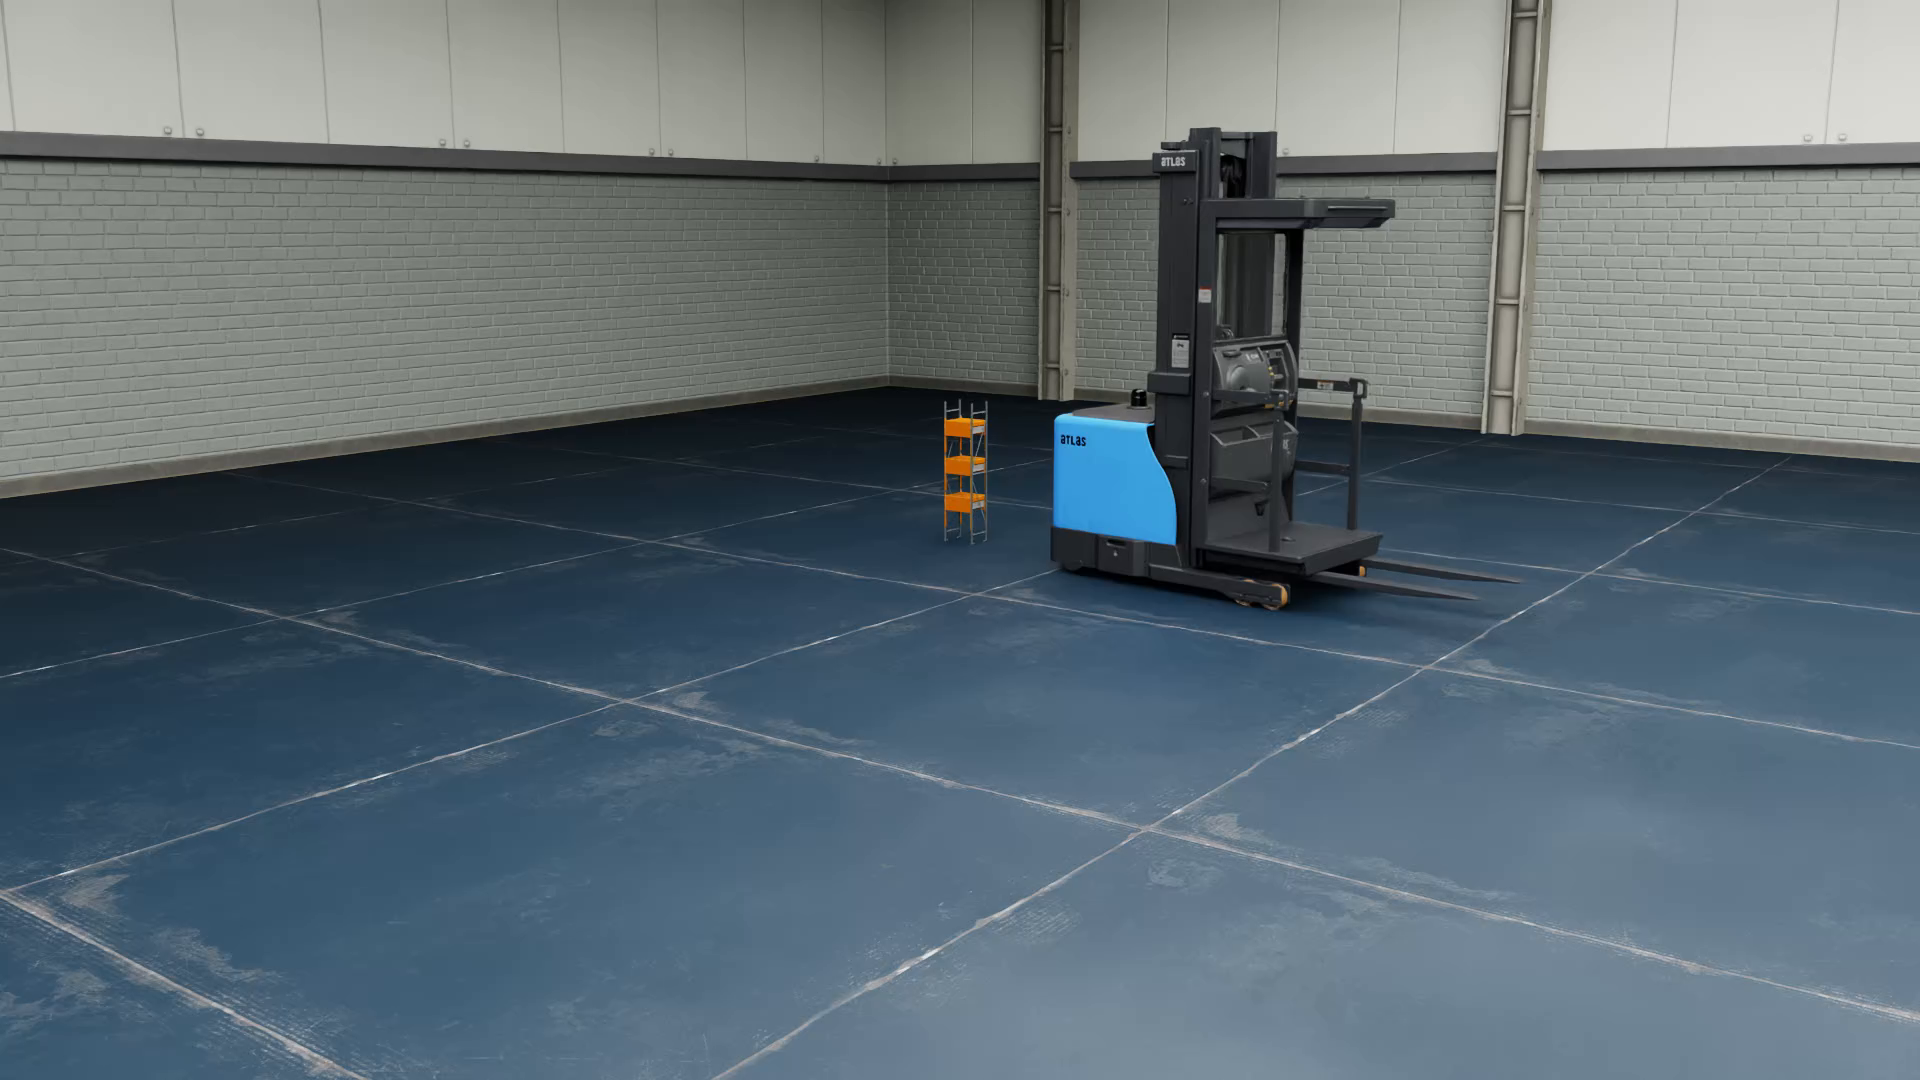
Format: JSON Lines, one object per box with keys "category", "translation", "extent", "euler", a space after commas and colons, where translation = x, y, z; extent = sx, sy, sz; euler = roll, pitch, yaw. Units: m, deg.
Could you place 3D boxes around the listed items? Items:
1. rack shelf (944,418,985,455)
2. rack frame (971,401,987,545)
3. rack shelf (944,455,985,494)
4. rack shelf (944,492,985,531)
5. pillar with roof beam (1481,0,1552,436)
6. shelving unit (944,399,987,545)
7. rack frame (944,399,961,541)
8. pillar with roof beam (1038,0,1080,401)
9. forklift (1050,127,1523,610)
{"category": "rack shelf", "translation": [0.043, -0.778, 12.347], "extent": [0.240, 0.259, 0.215], "euler": [8, 13, 36]}
{"category": "rack frame", "translation": [0.141, -0.496, 12.328], "extent": [0.008, 1.050, 0.200], "euler": [8, 13, 36]}
{"category": "rack shelf", "translation": [0.043, -0.499, 12.401], "extent": [0.240, 0.259, 0.215], "euler": [8, 13, 36]}
{"category": "rack shelf", "translation": [0.043, -0.226, 12.454], "extent": [0.240, 0.259, 0.215], "euler": [8, 13, 36]}
{"category": "pillar with roof beam", "translation": [3.576, -4.966, 14.509], "extent": [0.400, 9.000, 9.100], "euler": [8, 13, 36]}
{"category": "shelving unit", "translation": [0.043, -0.509, 12.399], "extent": [0.252, 1.050, 0.215], "euler": [8, 13, 36]}
{"category": "rack frame", "translation": [-0.055, -0.523, 12.470], "extent": [0.008, 1.050, 0.200], "euler": [8, 13, 36]}
{"category": "pillar with roof beam", "translation": [-1.260, -5.641, 17.996], "extent": [0.400, 9.000, 9.100], "euler": [8, 13, 36]}
{"category": "forklift", "translation": [2.062, -1.116, 10.583], "extent": [3.031, 2.935, 1.130], "euler": [9, 14, 40]}
